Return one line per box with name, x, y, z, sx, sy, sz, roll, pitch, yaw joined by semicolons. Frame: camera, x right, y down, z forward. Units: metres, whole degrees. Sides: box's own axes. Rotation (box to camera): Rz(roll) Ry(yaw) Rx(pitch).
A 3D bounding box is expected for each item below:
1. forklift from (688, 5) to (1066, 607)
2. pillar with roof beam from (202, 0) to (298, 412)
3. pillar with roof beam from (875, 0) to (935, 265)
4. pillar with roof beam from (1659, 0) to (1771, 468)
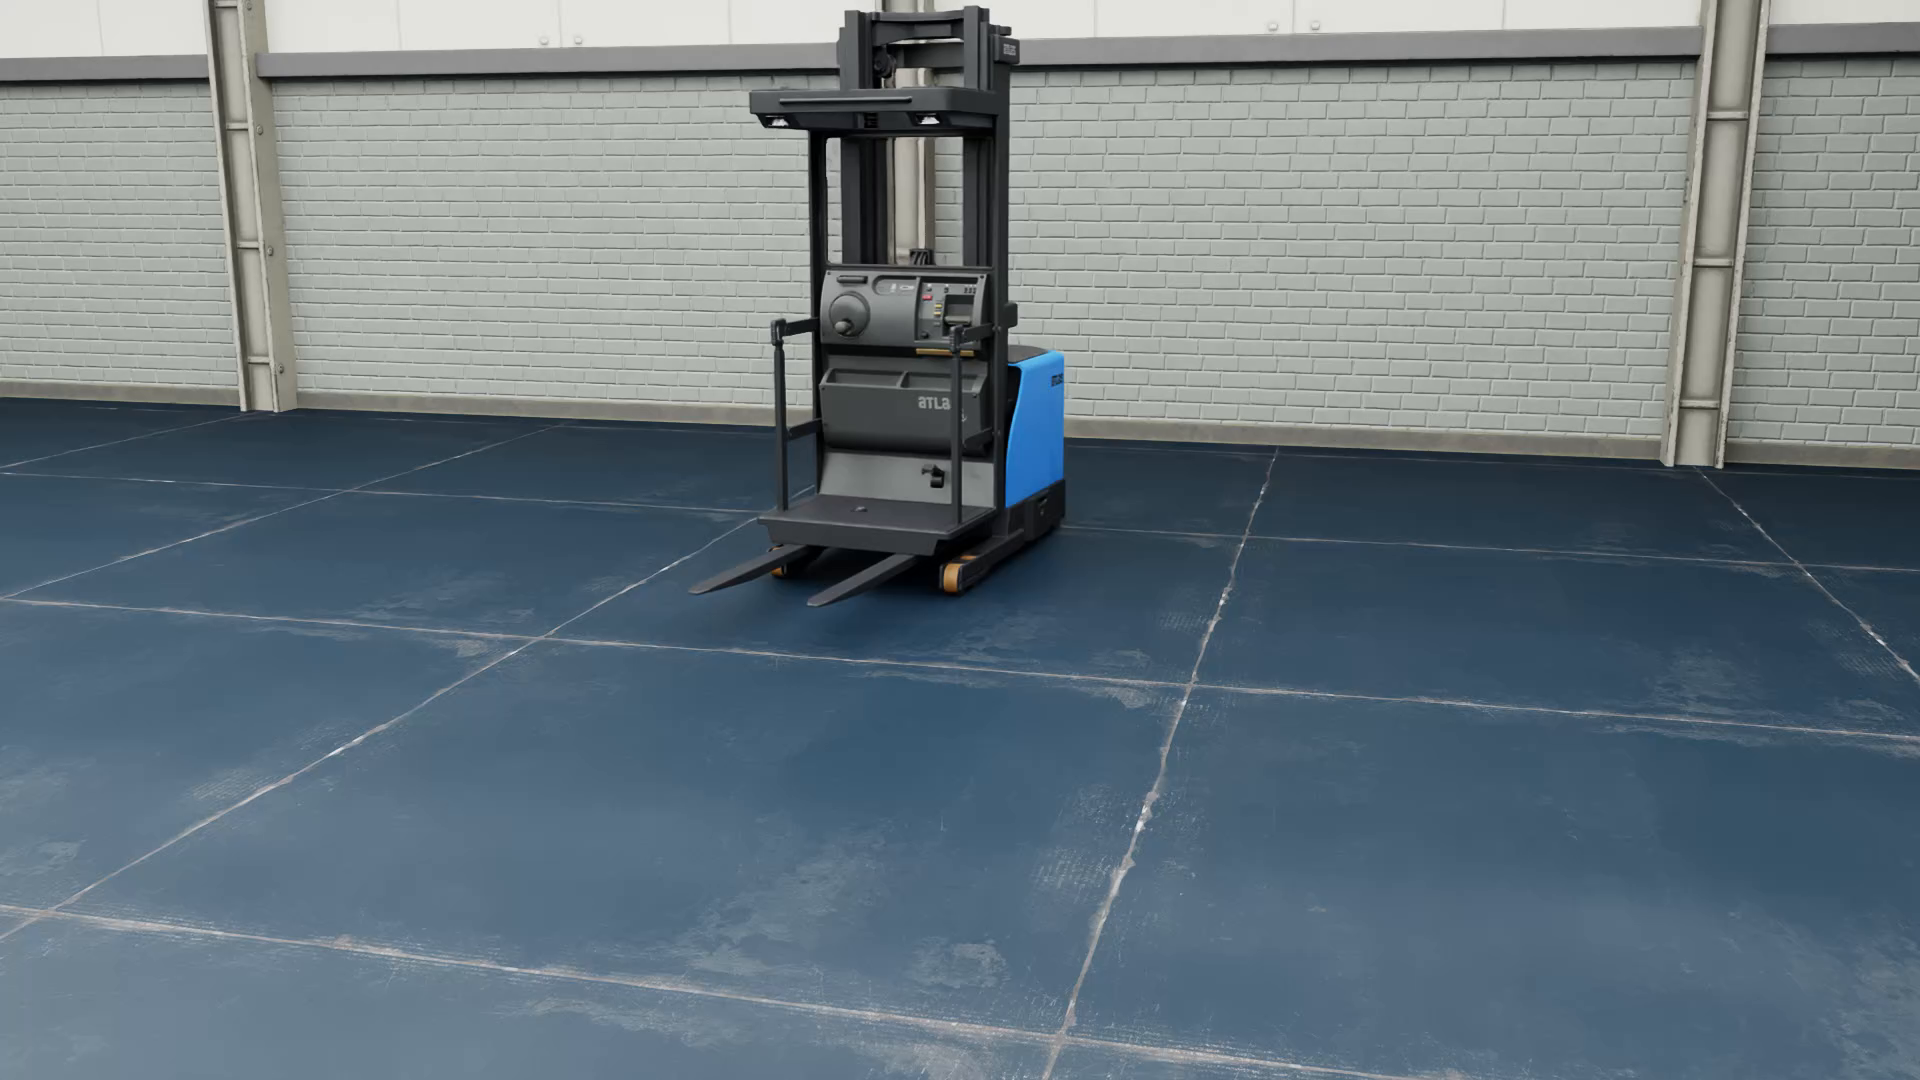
forklift;-0.381;-1.253;8.613;1.130;2.935;3.031;5;13;21
pillar with roof beam;-7.286;-4.674;10.026;0.400;9.000;9.100;3;13;14
pillar with roof beam;-1.461;-4.363;8.622;0.400;9.000;9.100;3;13;14
pillar with roof beam;4.364;-4.052;7.219;0.400;9.000;9.100;3;13;14
